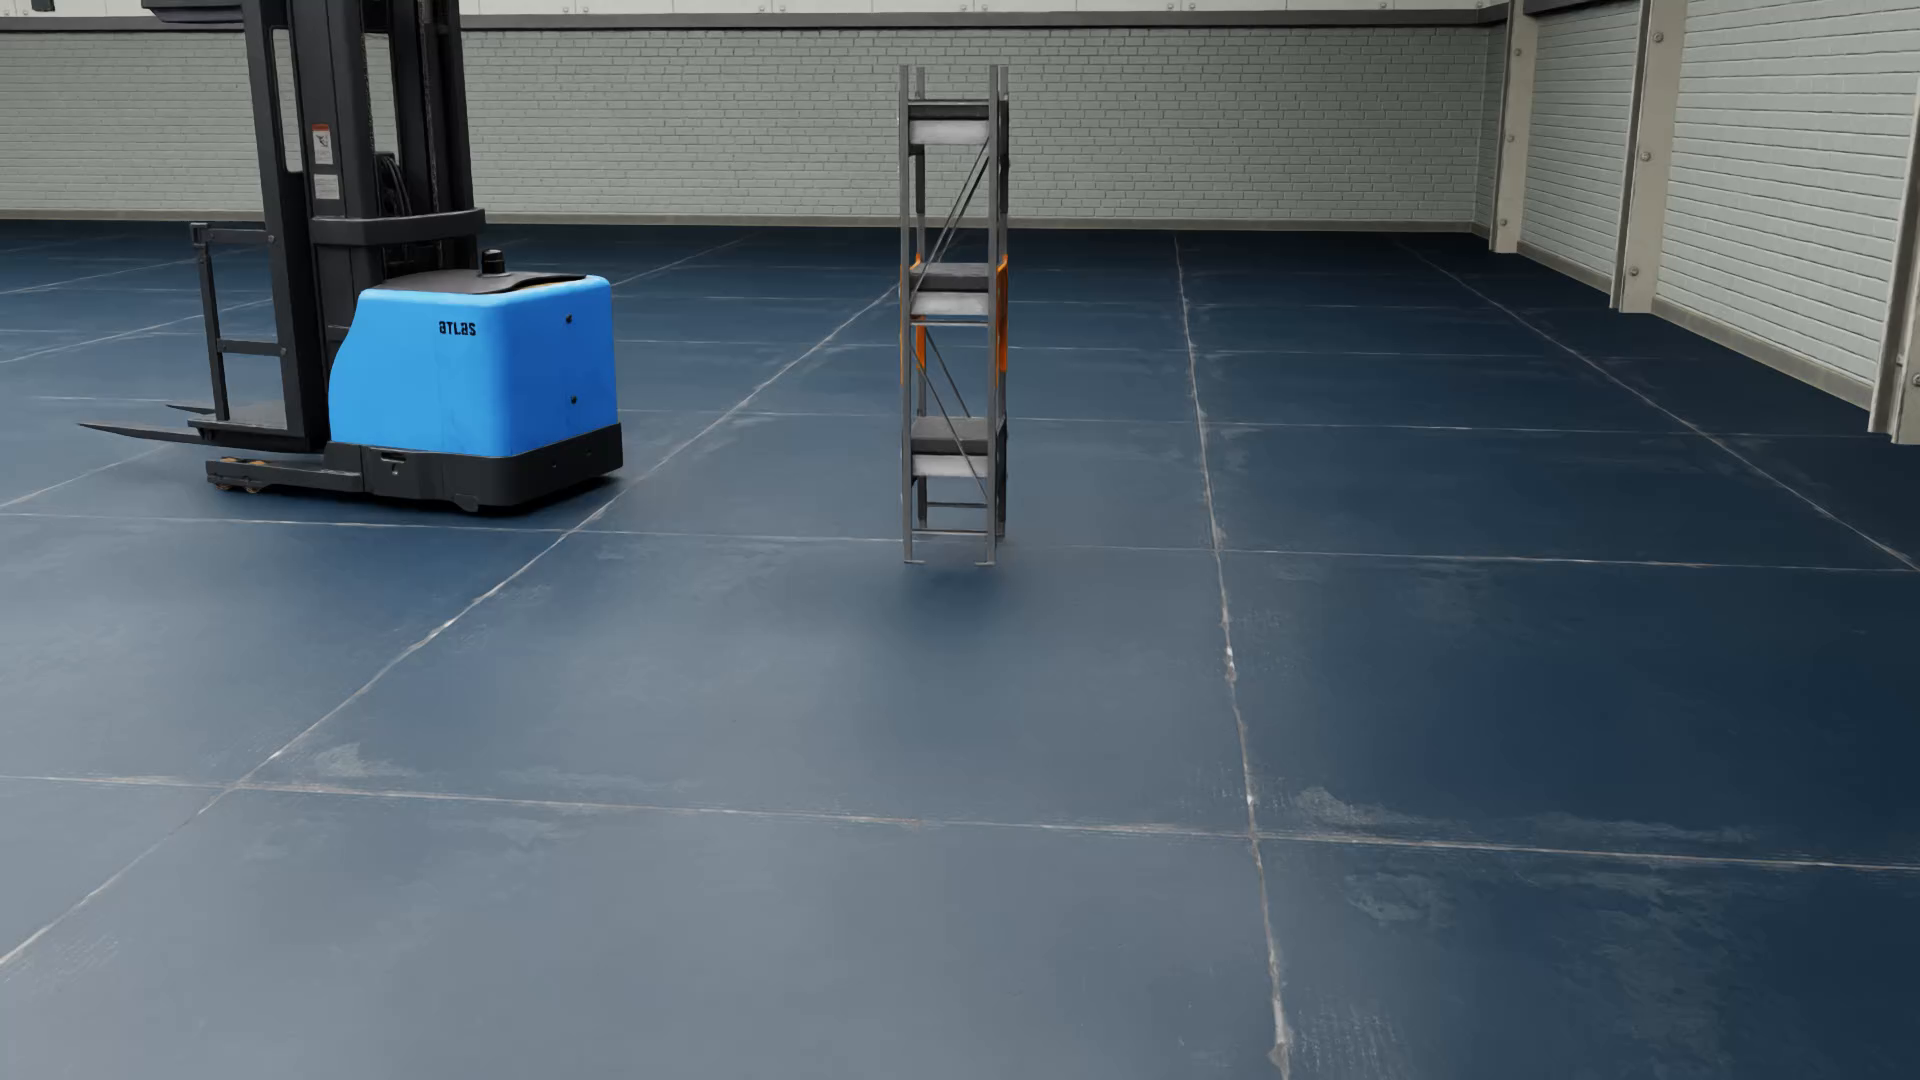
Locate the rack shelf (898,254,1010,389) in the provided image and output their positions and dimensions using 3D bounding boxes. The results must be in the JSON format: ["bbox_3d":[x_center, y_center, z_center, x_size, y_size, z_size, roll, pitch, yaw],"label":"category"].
[{"bbox_3d":[-0.019,-0.958,7.233,0.431,0.518,0.480,2,15,6],"label":"rack shelf"}]

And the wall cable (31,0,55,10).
[{"bbox_3d":[-13.215,-11.077,24.871,2.305,6.003,0.169,2,15,6],"label":"wall cable"}]

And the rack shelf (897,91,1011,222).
[{"bbox_3d":[-0.019,-1.633,7.050,0.431,0.518,0.480,2,15,6],"label":"rack shelf"}]

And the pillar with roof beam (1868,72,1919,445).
[{"bbox_3d":[1.375,-5.080,9.210,9.100,9.000,0.400,2,15,6],"label":"pillar with roof beam"}]

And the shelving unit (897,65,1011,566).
[{"bbox_3d":[-0.019,-0.971,7.229,0.431,2.100,0.503,2,15,6],"label":"shelving unit"}]

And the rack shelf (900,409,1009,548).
[{"bbox_3d":[-0.019,-0.282,7.415,0.431,0.518,0.480,2,15,6],"label":"rack shelf"}]

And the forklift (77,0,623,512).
[{"bbox_3d":[-3.358,-1.775,8.613,3.031,2.935,1.130,6,16,22],"label":"forklift"}]

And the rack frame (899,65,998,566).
[{"bbox_3d":[-0.046,-0.907,6.995,0.400,2.100,0.015,2,15,6],"label":"rack frame"}]

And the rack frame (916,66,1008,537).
[{"bbox_3d":[0.009,-1.034,7.463,0.400,2.100,0.015,2,15,6],"label":"rack frame"}]

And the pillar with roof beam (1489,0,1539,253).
[{"bbox_3d":[2.729,-8.192,20.720,9.100,9.000,0.400,2,15,6],"label":"pillar with roof beam"}]

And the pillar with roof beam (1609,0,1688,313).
[{"bbox_3d":[2.052,-6.636,14.965,9.100,9.000,0.400,2,15,6],"label":"pillar with roof beam"}]
